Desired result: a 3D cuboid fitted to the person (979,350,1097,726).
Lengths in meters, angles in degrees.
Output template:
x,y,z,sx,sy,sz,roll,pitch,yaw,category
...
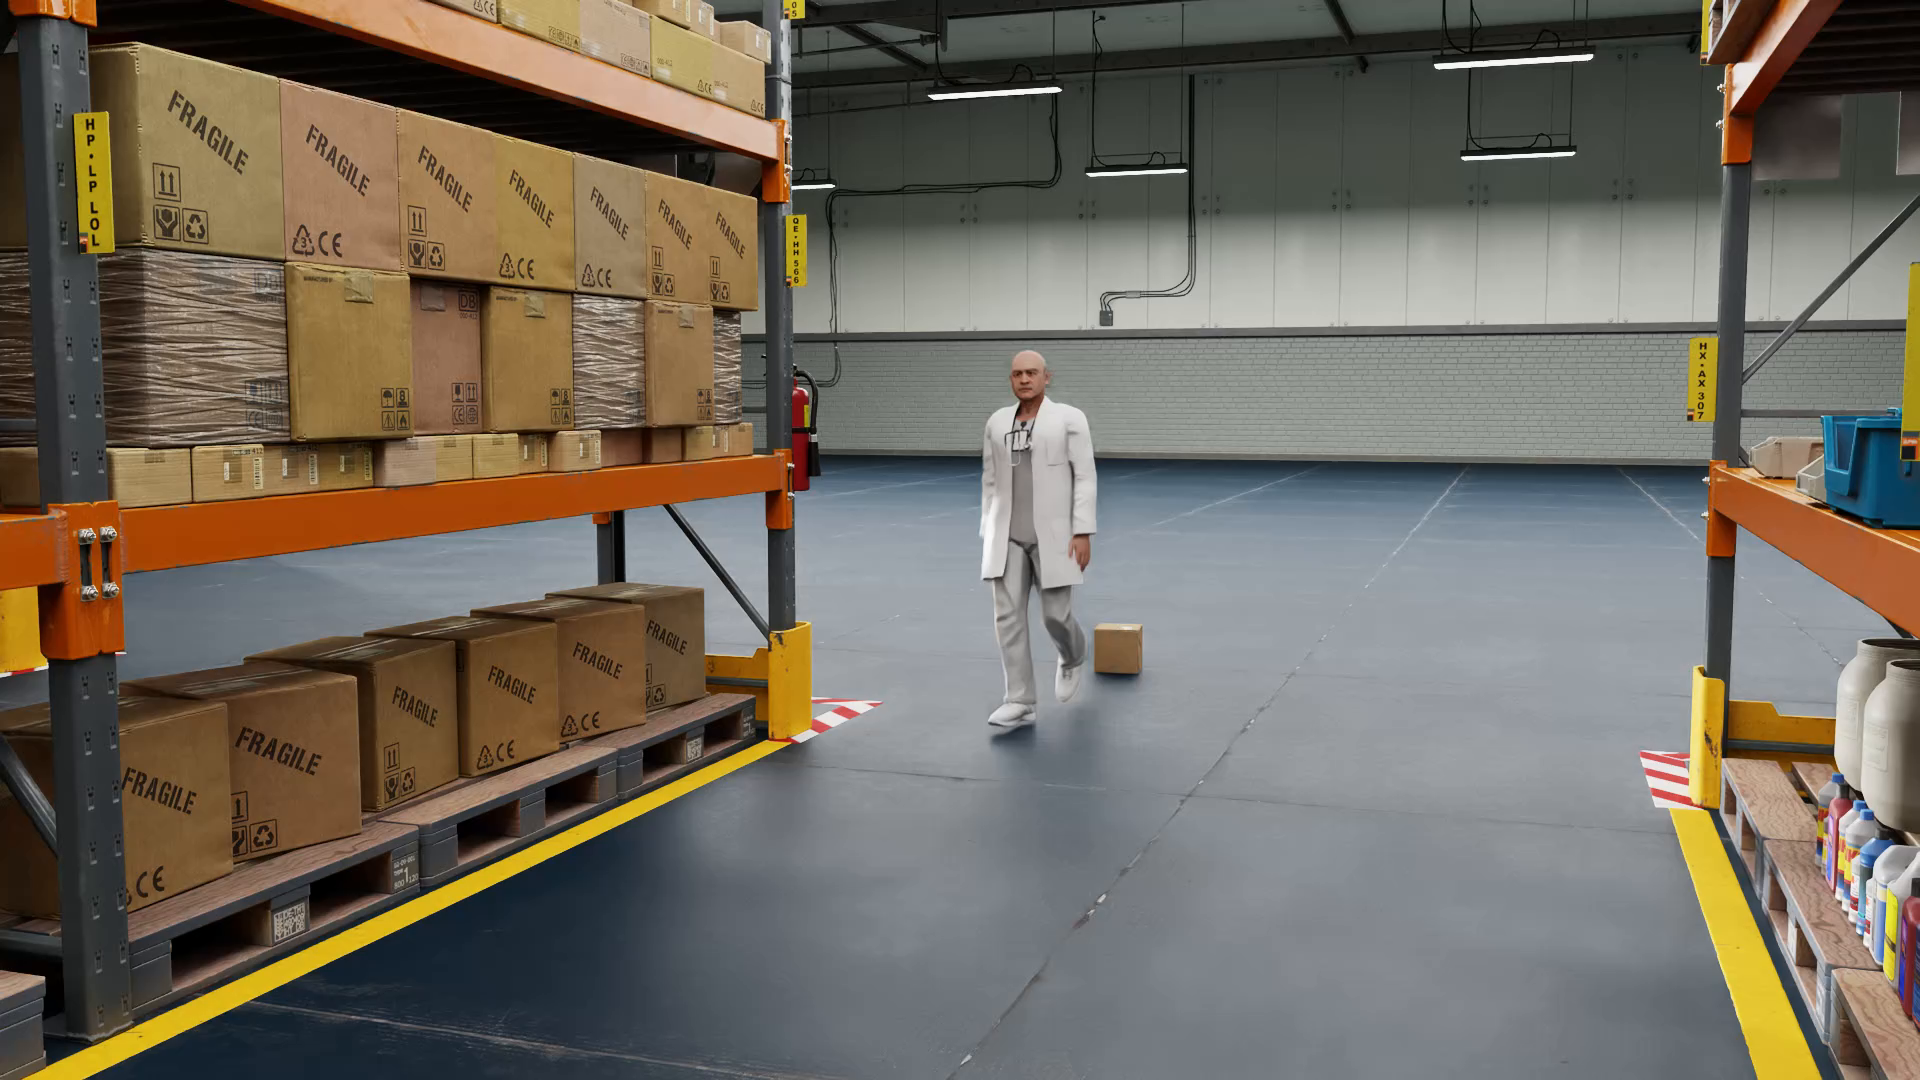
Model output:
x,y,z,sx,sy,sz,roll,pitch,yaw,category
0.387,-0.021,7.952,0.594,1.756,0.812,2,5,22,person
